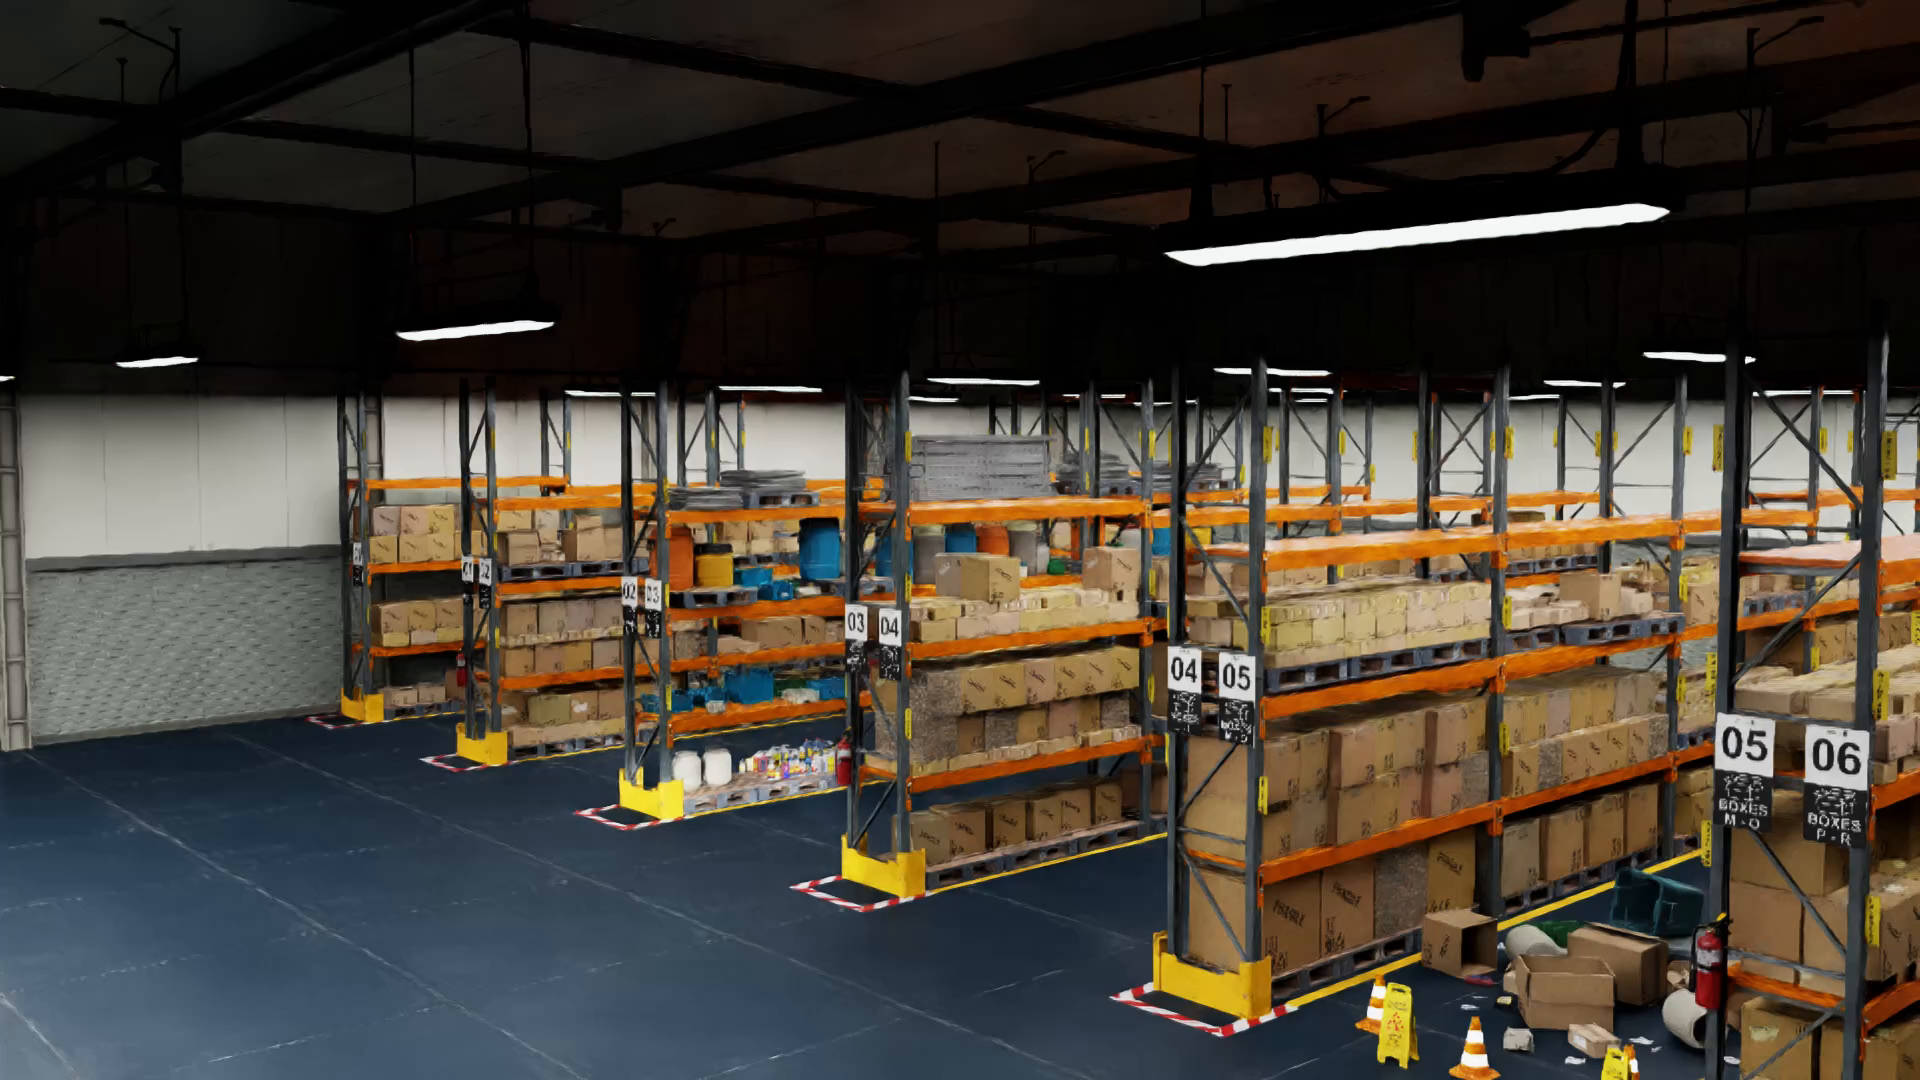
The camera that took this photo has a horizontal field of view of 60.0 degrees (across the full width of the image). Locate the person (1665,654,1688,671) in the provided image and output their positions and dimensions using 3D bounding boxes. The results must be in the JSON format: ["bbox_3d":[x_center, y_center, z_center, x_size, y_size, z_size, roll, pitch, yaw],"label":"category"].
[{"bbox_3d":[11.304,2.592,26.341,0.391,1.665,0.614,2,4,33],"label":"person"}]
